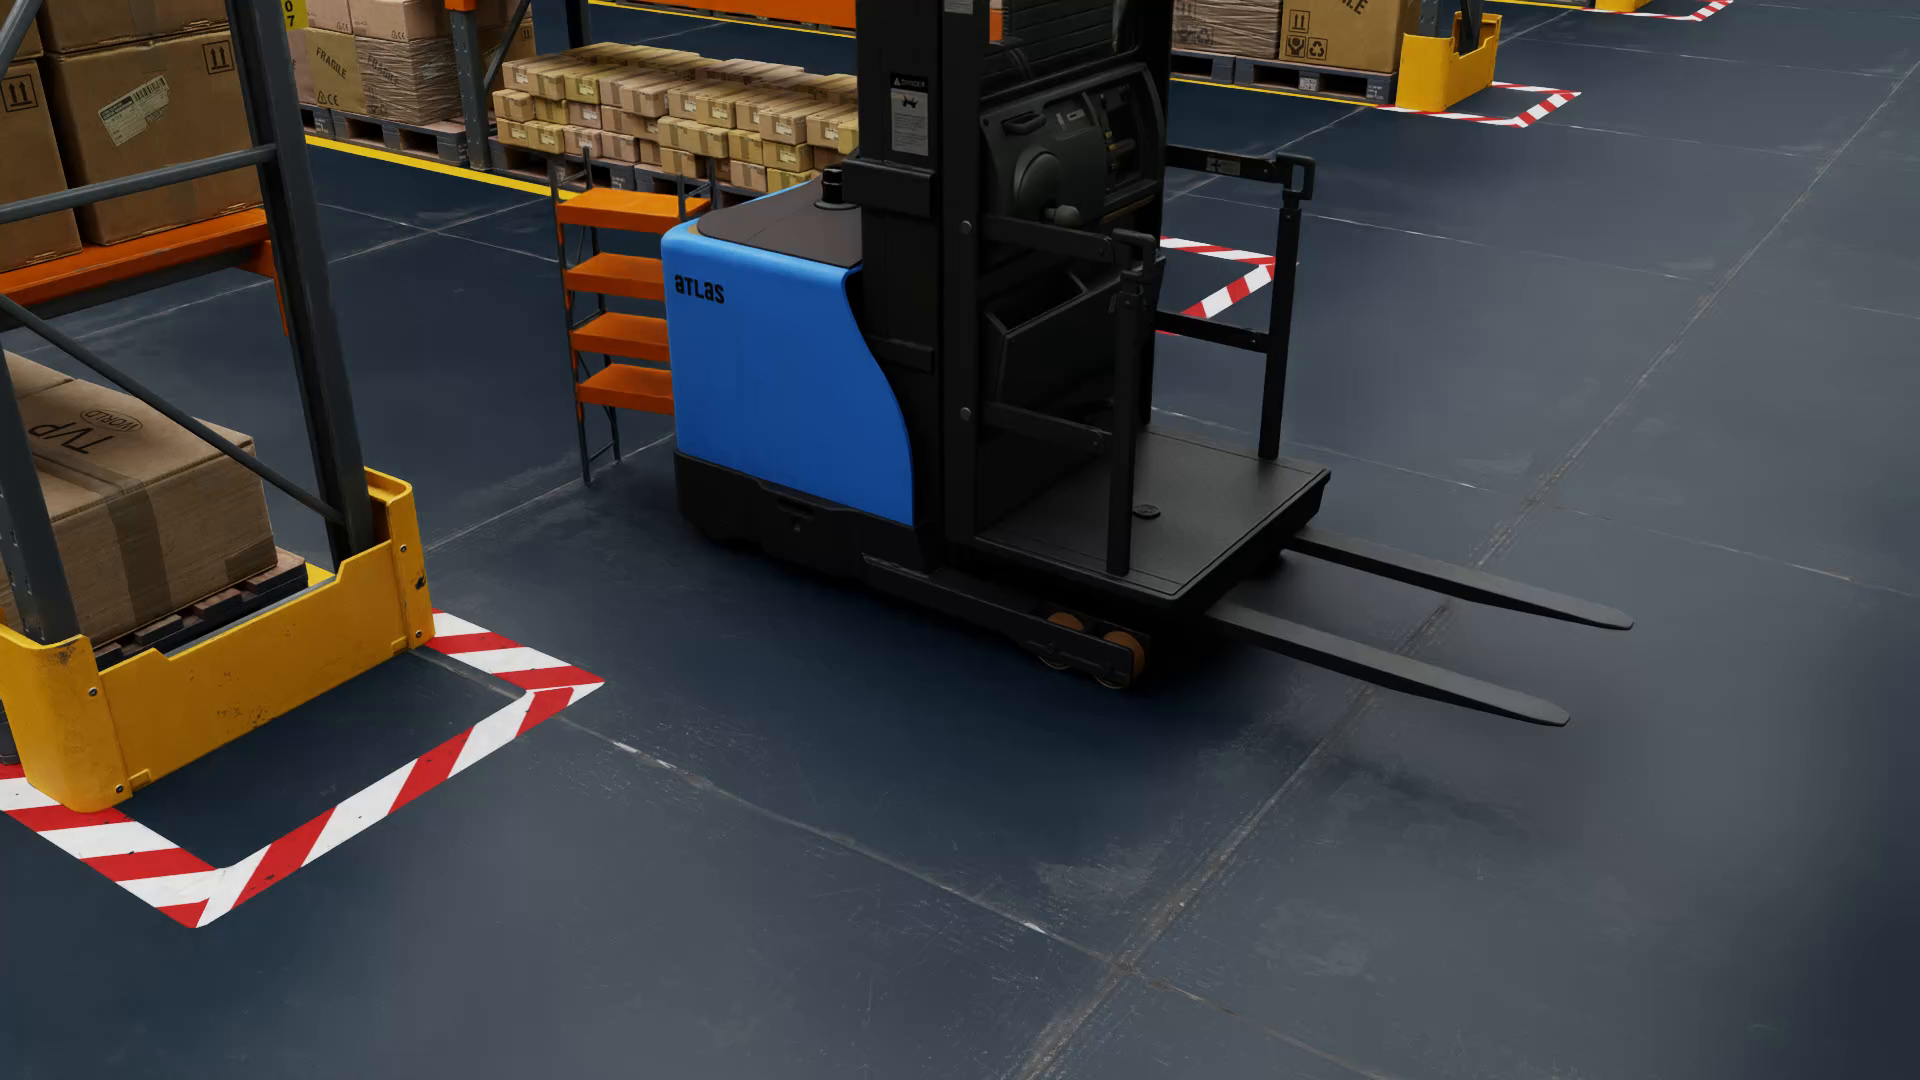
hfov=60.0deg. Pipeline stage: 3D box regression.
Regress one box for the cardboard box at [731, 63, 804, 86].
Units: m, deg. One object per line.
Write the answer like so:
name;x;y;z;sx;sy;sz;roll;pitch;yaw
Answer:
cardboard box;-1.118;-2.663;9.699;0.250;0.149;0.380;16;31;29

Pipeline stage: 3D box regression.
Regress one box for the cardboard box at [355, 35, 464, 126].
cardboard box;-3.428;-2.952;10.536;0.500;0.500;0.500;17;31;29

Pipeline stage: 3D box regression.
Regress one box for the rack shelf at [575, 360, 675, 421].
rack shelf;-1.112;-0.513;6.019;0.480;0.148;0.258;9;28;18

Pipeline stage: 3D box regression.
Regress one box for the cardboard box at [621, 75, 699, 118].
cardboard box;-1.687;-2.505;9.389;0.250;0.149;0.380;18;32;31

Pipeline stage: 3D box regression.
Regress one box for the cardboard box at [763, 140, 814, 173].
cardboard box;-0.838;-2.094;8.910;0.250;0.149;0.380;18;32;31

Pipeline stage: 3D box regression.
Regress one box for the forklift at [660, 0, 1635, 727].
forklift;0.517;-1.143;4.764;3.031;2.935;1.130;18;32;31

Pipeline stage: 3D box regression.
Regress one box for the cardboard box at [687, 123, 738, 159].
cardboard box;-1.282;-2.227;9.172;0.250;0.149;0.380;18;32;31

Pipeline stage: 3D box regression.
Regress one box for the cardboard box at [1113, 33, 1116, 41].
cardboard box;1.457;-4.421;13.009;0.875;0.875;0.875;17;32;30

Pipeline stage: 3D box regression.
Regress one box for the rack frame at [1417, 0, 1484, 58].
rack frame;3.513;-4.584;11.450;0.127;3.000;1.000;17;32;30

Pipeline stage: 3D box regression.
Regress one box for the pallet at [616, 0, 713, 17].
pallet;-2.474;-5.165;15.666;1.213;0.211;1.003;17;32;30

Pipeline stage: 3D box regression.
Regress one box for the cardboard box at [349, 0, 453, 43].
cardboard box;-3.432;-3.287;10.367;0.500;0.250;0.500;16;31;29

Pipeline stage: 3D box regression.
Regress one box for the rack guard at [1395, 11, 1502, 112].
rack guard;3.533;-3.464;12.005;0.348;0.500;1.175;17;32;30

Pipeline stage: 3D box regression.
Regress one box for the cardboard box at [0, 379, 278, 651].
cardboard box;-2.698;-0.056;4.915;0.875;0.438;0.875;16;31;29

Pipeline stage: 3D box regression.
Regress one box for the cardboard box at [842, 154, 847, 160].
cardboard box;-0.404;-1.966;8.659;0.250;0.149;0.380;16;31;28

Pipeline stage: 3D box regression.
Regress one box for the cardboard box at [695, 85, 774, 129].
cardboard box;-1.235;-2.388;9.159;0.250;0.149;0.380;17;32;31

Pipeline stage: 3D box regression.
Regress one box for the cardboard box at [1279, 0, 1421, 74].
cardboard box;2.941;-3.958;12.101;0.875;0.875;0.875;17;32;30

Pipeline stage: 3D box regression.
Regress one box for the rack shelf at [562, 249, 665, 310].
rack shelf;-1.112;-0.889;5.829;0.480;0.148;0.258;9;28;18

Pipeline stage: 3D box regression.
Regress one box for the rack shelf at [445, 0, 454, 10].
rack shelf;-4.324;-3.976;11.048;4.000;0.370;1.077;17;32;30

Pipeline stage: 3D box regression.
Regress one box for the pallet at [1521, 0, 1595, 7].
pallet;5.660;-5.419;16.166;1.213;0.211;1.003;17;32;30

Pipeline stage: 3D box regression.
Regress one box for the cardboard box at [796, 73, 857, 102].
cardboard box;-0.714;-2.529;9.437;0.250;0.149;0.380;18;32;31

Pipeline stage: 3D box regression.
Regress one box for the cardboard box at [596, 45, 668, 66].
cardboard box;-2.002;-2.920;10.204;0.250;0.149;0.380;18;32;31

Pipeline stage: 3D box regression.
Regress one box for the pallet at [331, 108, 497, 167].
pallet;-3.318;-2.739;10.900;1.213;0.211;1.003;17;32;30

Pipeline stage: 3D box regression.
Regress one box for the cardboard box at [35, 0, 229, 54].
cardboard box;-2.332;-1.599;4.372;0.500;0.500;0.500;17;31;29

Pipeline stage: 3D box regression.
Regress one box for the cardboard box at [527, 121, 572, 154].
cardboard box;-2.338;-2.417;9.873;0.250;0.149;0.380;18;32;32

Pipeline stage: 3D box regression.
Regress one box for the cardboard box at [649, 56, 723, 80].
cardboard box;-1.623;-2.762;9.895;0.250;0.149;0.380;18;32;32

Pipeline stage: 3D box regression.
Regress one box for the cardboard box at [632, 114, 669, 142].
cardboard box;-1.643;-2.389;9.489;0.250;0.149;0.380;19;33;33

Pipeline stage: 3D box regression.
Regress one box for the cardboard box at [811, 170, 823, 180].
cardboard box;-0.579;-1.916;8.888;0.250;0.149;0.380;18;32;31

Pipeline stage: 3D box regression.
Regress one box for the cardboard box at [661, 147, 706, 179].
cardboard box;-1.465;-2.168;9.382;0.250;0.149;0.380;16;31;29

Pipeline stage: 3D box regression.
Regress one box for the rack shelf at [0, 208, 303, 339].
rack shelf;-3.746;-1.072;5.342;4.000;0.370;1.077;17;32;30

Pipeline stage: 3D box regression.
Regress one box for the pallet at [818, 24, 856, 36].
pallet;-0.462;-4.538;14.435;1.213;0.211;1.003;17;32;30

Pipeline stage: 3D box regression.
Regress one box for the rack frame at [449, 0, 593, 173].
rack frame;-2.675;-3.783;9.876;0.127;3.000;1.000;17;32;30

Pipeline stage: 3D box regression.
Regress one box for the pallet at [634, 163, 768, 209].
pallet;-1.092;-2.068;9.580;1.213;0.211;1.003;17;32;30

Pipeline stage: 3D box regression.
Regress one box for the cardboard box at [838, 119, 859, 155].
cardboard box;-0.418;-2.083;8.561;0.250;0.149;0.380;17;31;29

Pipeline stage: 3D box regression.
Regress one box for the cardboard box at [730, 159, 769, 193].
cardboard box;-1.039;-2.036;9.123;0.250;0.149;0.380;18;32;31

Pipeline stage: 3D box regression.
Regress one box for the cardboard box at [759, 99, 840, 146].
cardboard box;-0.848;-2.222;8.833;0.250;0.149;0.380;19;32;32

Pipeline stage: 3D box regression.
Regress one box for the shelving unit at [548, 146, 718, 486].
shelving unit;-1.112;-0.750;5.899;0.503;1.200;0.258;9;28;18

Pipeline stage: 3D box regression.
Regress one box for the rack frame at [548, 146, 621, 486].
rack frame;-1.341;-0.787;5.974;0.015;1.200;0.240;9;28;18

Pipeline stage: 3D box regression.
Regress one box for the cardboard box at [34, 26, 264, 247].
cardboard box;-2.330;-1.154;4.600;0.500;0.500;0.500;17;32;30

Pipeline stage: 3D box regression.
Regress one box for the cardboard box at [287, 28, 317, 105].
cardboard box;-4.271;-3.217;11.057;0.500;0.500;0.500;17;31;29

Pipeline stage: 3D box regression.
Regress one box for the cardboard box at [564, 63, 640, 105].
cardboard box;-2.079;-2.659;9.692;0.250;0.149;0.380;17;31;30

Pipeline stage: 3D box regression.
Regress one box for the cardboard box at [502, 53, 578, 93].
cardboard box;-2.509;-2.798;9.966;0.250;0.149;0.380;19;32;32

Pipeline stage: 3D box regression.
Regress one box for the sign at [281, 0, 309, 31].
sign;-1.778;-1.506;4.360;0.005;0.325;0.100;17;32;30

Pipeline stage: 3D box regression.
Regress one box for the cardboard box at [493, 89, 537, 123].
cardboard box;-2.558;-2.619;9.941;0.250;0.149;0.380;19;33;33

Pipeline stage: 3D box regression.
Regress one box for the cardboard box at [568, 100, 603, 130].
cardboard box;-2.077;-2.539;9.783;0.250;0.149;0.380;17;32;30

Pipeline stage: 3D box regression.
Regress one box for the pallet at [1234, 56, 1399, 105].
pallet;2.810;-3.517;12.428;1.213;0.211;1.003;17;32;30

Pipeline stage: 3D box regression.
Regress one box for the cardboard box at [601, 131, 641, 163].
cardboard box;-1.866;-2.326;9.694;0.250;0.149;0.380;17;31;29
